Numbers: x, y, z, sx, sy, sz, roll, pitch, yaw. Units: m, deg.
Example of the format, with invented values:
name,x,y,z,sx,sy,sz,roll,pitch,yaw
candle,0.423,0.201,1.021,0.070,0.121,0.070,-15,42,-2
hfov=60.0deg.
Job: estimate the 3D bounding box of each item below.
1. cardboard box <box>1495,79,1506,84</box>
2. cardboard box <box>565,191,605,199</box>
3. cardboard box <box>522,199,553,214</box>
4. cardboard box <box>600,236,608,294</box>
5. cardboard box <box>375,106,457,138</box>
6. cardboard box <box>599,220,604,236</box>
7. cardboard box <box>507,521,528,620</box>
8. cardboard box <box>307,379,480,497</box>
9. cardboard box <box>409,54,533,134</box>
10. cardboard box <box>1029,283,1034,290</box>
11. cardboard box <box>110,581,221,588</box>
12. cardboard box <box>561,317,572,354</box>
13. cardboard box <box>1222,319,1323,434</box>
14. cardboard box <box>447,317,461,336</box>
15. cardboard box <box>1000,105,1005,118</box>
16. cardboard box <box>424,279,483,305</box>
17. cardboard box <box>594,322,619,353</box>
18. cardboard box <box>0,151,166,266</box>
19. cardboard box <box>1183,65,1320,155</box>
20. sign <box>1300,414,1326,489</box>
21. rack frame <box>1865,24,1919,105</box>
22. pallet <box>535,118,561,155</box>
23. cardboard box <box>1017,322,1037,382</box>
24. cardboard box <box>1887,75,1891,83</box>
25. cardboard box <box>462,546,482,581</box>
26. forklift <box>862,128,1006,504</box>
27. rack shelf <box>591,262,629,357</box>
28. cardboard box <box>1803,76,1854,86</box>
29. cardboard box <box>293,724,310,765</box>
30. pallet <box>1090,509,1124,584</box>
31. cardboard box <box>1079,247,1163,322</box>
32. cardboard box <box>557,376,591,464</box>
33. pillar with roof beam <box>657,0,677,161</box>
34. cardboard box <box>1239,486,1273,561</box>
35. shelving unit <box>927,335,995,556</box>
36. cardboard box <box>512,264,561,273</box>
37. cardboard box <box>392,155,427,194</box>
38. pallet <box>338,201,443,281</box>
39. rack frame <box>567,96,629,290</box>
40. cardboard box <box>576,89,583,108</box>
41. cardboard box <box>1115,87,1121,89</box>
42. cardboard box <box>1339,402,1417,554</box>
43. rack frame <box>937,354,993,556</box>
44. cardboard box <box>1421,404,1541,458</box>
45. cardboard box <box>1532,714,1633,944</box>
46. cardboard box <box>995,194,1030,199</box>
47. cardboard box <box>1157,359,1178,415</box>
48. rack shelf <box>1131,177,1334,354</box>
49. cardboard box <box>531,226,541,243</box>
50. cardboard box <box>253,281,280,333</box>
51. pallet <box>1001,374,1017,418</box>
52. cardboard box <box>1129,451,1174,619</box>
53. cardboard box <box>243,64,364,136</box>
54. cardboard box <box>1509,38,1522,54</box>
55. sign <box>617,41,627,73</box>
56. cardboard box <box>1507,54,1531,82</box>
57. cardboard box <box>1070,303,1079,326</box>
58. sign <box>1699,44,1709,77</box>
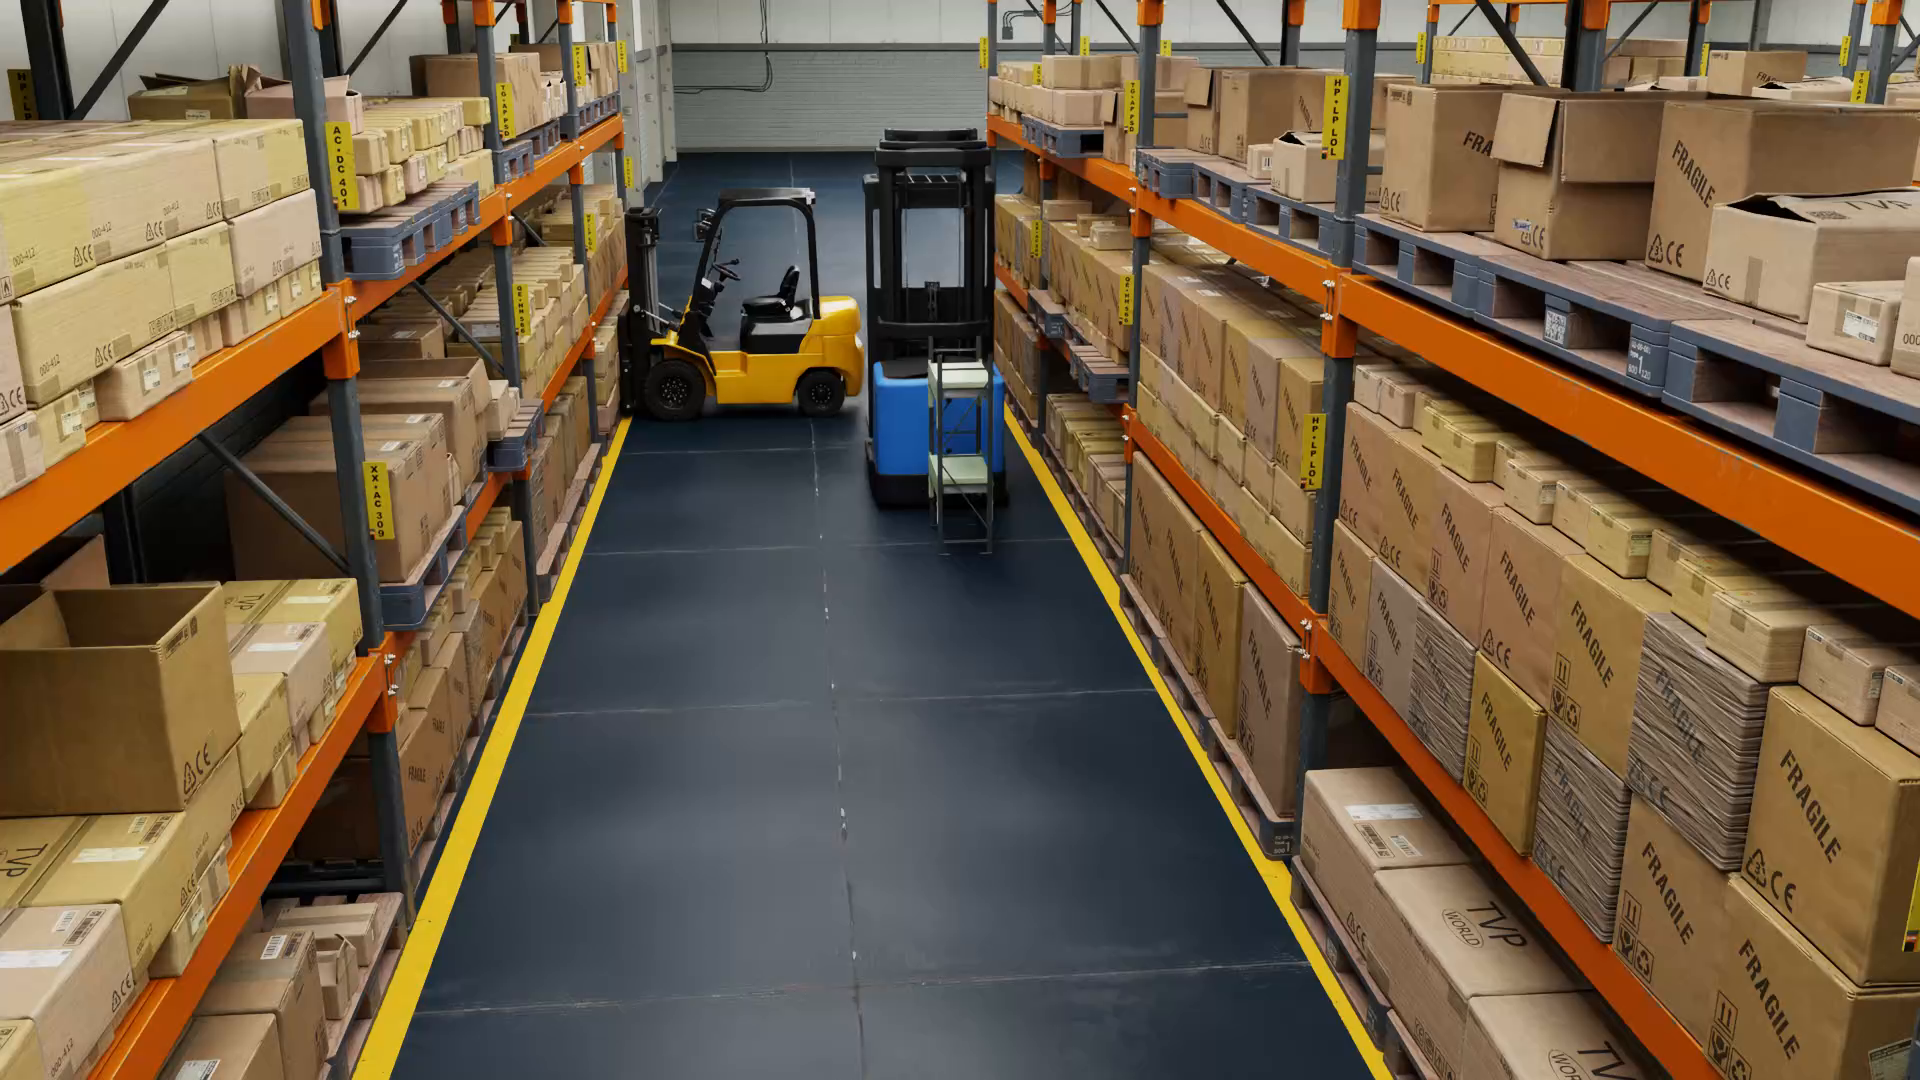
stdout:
name,x,y,z,sx,sy,sz,roll,pitch,yaw
cardboard box,5.616,-4.560,16.737,0.380,0.149,0.250,-2,18,-6
cardboard box,-3.824,-3.474,16.989,0.380,0.149,0.250,-2,18,-5
cardboard box,-4.179,-3.232,16.218,0.380,0.149,0.250,-2,18,-5
cardboard box,-3.630,-2.603,15.794,0.500,0.500,0.500,-2,18,-6
cardboard box,-2.872,-2.205,8.773,0.380,0.149,0.250,-2,18,-7
cardboard box,-3.595,-2.952,15.823,0.380,0.149,0.250,-2,18,-7
cardboard box,-3.050,0.194,10.525,0.500,0.500,0.500,-1,17,-4
cardboard box,-2.857,-0.514,8.437,0.700,0.500,0.500,-2,18,-6
cardboard box,-3.291,-3.016,11.232,0.700,0.500,0.500,-2,18,-7
cardboard box,0.848,-2.305,15.430,0.380,0.149,0.250,-1,17,-4
cardboard box,-3.112,0.359,6.279,0.500,0.250,0.500,-2,18,-6
cardboard box,-3.330,-1.598,13.009,0.500,0.250,0.500,-2,18,-5
cardboard box,1.652,-0.836,8.497,0.500,0.500,0.500,-1,17,-4
cardboard box,-3.685,-1.363,11.425,0.500,0.250,0.500,-2,18,-5
cardboard box,0.625,-4.503,17.424,0.380,0.149,0.250,-1,17,-4
cardboard box,-3.720,-1.823,12.225,0.380,0.149,0.250,-1,17,-4
cardboard box,-3.563,-1.930,16.036,0.500,0.250,0.500,-1,17,-4
cardboard box,-2.440,-0.867,4.344,0.500,0.250,0.500,-1,17,-4
cardboard box,1.818,-2.646,10.215,0.797,0.503,0.637,-3,18,-9
sign,1.503,-0.376,7.065,0.100,0.325,0.005,-2,18,-6
rack frame,6.542,-4.118,10.770,1.000,3.000,0.127,-2,18,-6
pallet,-3.616,-3.187,13.133,0.805,0.209,1.217,-2,18,-8
cardboard box,0.835,-1.830,16.136,0.500,0.500,0.500,-1,17,-5
cardboard box,10.390,-5.143,18.626,0.380,0.149,0.250,-1,17,-4
cardboard box,-2.980,0.144,9.599,0.380,0.149,0.250,-1,17,-4
forklift,-0.273,-2.082,14.416,1.130,2.935,3.031,-1,17,-5
rack shelf,-3.926,-2.362,16.395,1.077,0.370,4.000,-2,18,-6
cardboard box,6.582,-3.417,12.826,0.500,0.311,0.500,-2,18,-7
cardboard box,-2.511,0.713,5.816,0.380,0.149,0.250,-1,17,-4
pallet,1.550,0.025,12.245,1.003,0.211,1.213,-2,18,-6
cardboard box,1.188,-1.893,12.335,0.500,0.500,0.500,-3,18,-9
cardboard box,-3.655,-1.022,14.188,0.875,0.625,0.625,-1,17,-3
pillar with roof beam,-3.770,-15.000,45.431,9.100,9.000,0.400,-2,18,-6
cardboard box,1.693,-0.087,8.196,0.500,0.250,0.500,-2,18,-6
shelving unit,-0.001,-0.718,12.459,0.431,1.500,0.755,-2,18,-6
cardboard box,-3.323,-2.067,13.003,0.380,0.149,0.250,-2,18,-7
cardboard box,-2.587,-1.616,7.359,0.380,0.149,0.250,-2,17,-5
pallet,-2.892,-1.264,7.002,1.213,0.211,1.003,-2,18,-6
rack frame,-4.133,-3.302,18.185,1.000,3.000,0.127,-2,18,-6
cardboard box,-3.464,-3.812,14.356,0.380,0.149,0.250,-1,17,-4
cardboard box,1.468,-3.504,13.371,0.500,0.250,0.500,-2,17,-5
cardboard box,1.850,-0.256,6.649,0.500,0.500,0.500,-2,18,-5
rack frame,0.037,-0.609,12.111,0.400,1.500,0.023,-2,18,-6
cardboard box,1.892,-0.386,5.980,0.380,0.149,0.250,-2,18,-6
cardboard box,2.042,0.825,4.875,0.500,0.500,0.500,-1,17,-4
cardboard box,0.577,-3.496,18.141,0.500,0.500,0.500,-2,18,-6
cardboard box,1.488,-0.927,10.037,0.500,0.250,0.500,-1,17,-4
rack shelf,1.836,-1.565,8.846,1.077,0.370,4.000,-2,18,-6
cardboard box,-4.086,-2.860,15.530,0.380,0.149,0.250,-1,17,-4
cardboard box,-2.523,-0.786,5.585,0.380,0.149,0.250,-1,17,-4
pallet,0.983,-1.497,17.093,1.003,0.211,1.213,-2,18,-6
cardboard box,1.618,-0.051,10.677,0.875,0.875,0.875,-2,18,-6
cardboard box,-2.579,-1.726,6.521,0.396,0.266,0.258,-2,18,-6
cardboard box,5.646,-4.862,16.369,0.380,0.149,0.250,-2,18,-6
sign,-3.592,-5.130,17.656,0.100,0.325,0.005,-2,18,-6
cardboard box,5.722,-4.635,16.312,0.500,0.250,0.500,-2,18,-6
cardboard box,1.066,-1.781,13.061,0.380,0.149,0.250,-1,17,-4
sign,6.669,-4.295,14.953,0.100,0.325,0.005,-2,18,-6
